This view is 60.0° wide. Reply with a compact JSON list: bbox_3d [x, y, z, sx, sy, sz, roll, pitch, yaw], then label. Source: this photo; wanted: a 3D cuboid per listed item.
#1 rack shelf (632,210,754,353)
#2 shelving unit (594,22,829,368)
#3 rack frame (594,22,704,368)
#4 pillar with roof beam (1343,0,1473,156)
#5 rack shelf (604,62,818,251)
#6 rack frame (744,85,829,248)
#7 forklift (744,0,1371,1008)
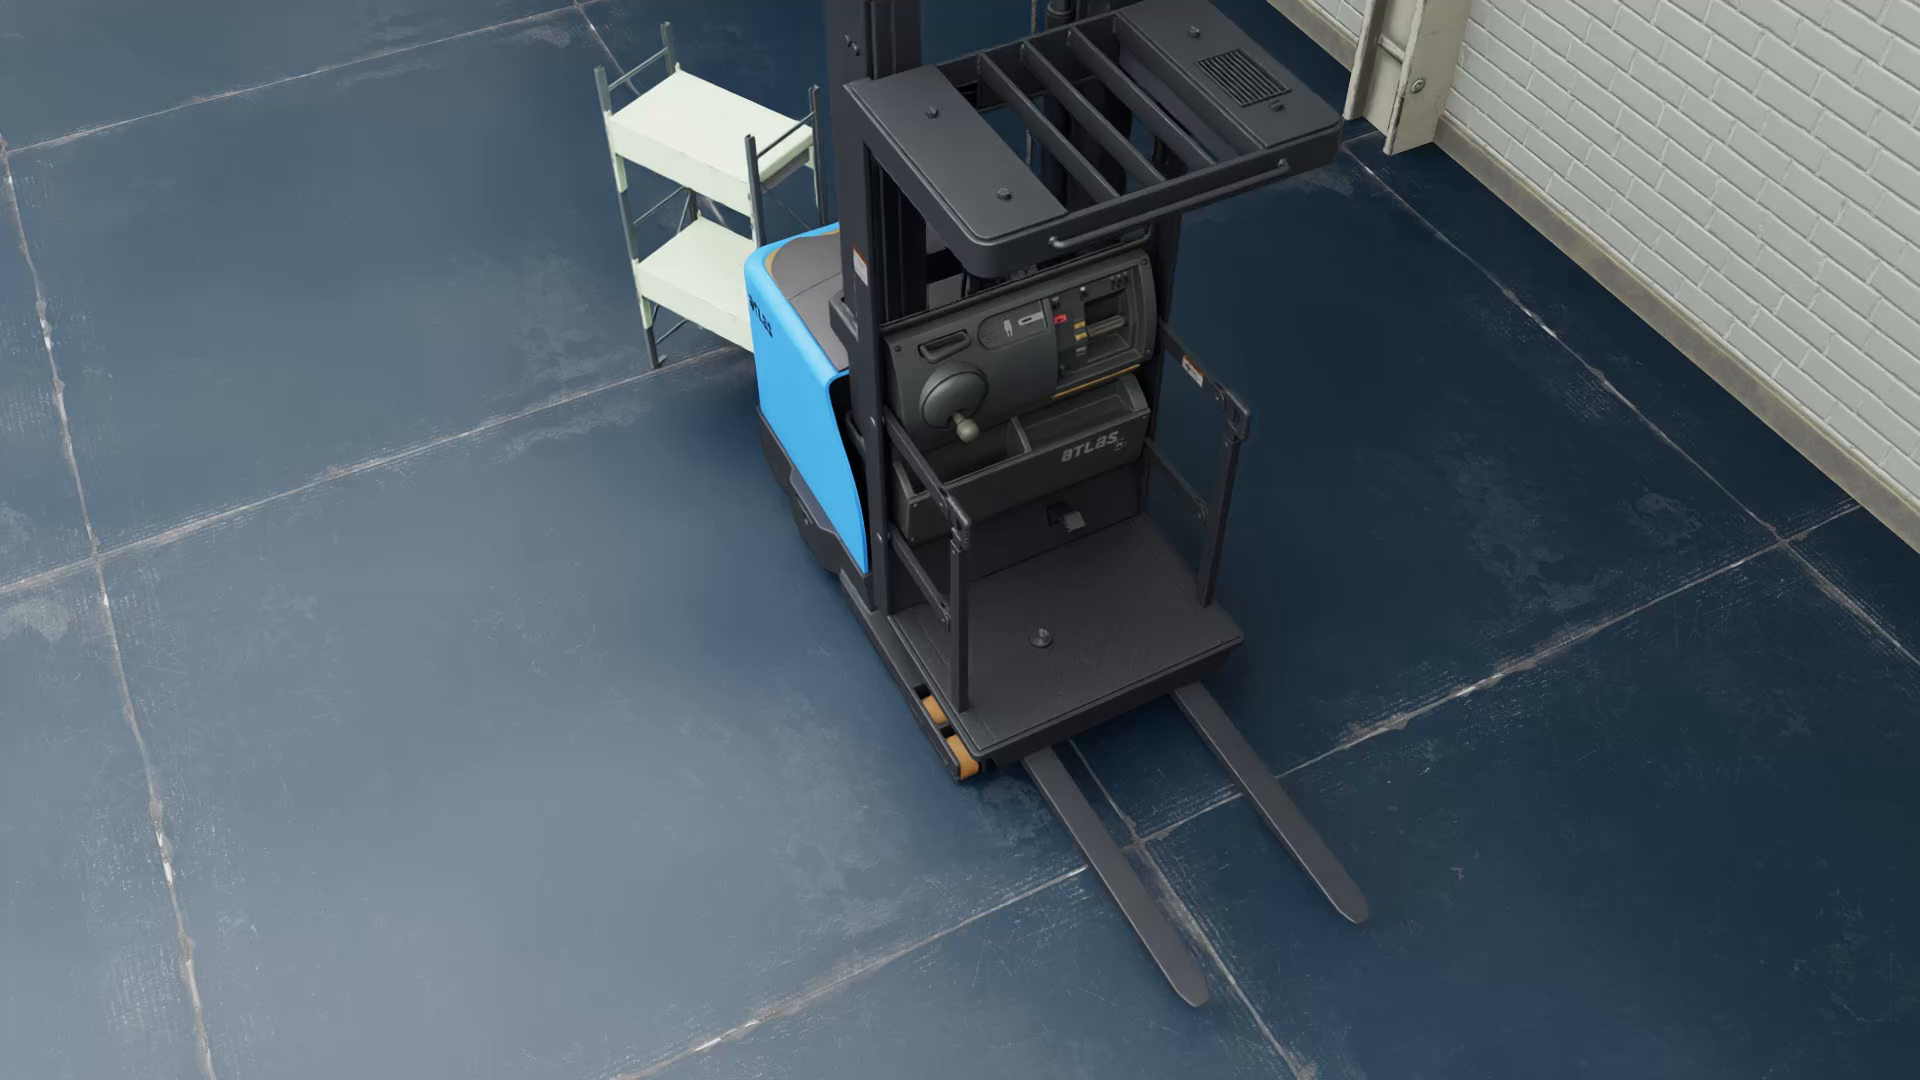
[{"bbox_3d":[-0.939,-0.998,6.952,0.720,0.370,0.431,28,55,23],"label":"rack shelf"},{"bbox_3d":[-0.939,-1.213,6.707,0.755,1.500,0.431,28,55,23],"label":"shelving unit"},{"bbox_3d":[-1.236,-1.373,6.847,0.023,1.500,0.400,28,55,23],"label":"rack frame"},{"bbox_3d":[-1.635,-3.588,3.803,9.100,9.000,0.400,-21,52,-18],"label":"pillar with roof beam"},{"bbox_3d":[-0.939,-1.470,6.413,0.720,0.370,0.431,28,55,23],"label":"rack shelf"},{"bbox_3d":[-0.641,-1.052,6.566,0.023,1.500,0.400,28,55,23],"label":"rack frame"},{"bbox_3d":[0.312,-0.511,5.142,1.130,2.935,3.031,-22,52,-18],"label":"forklift"}]
